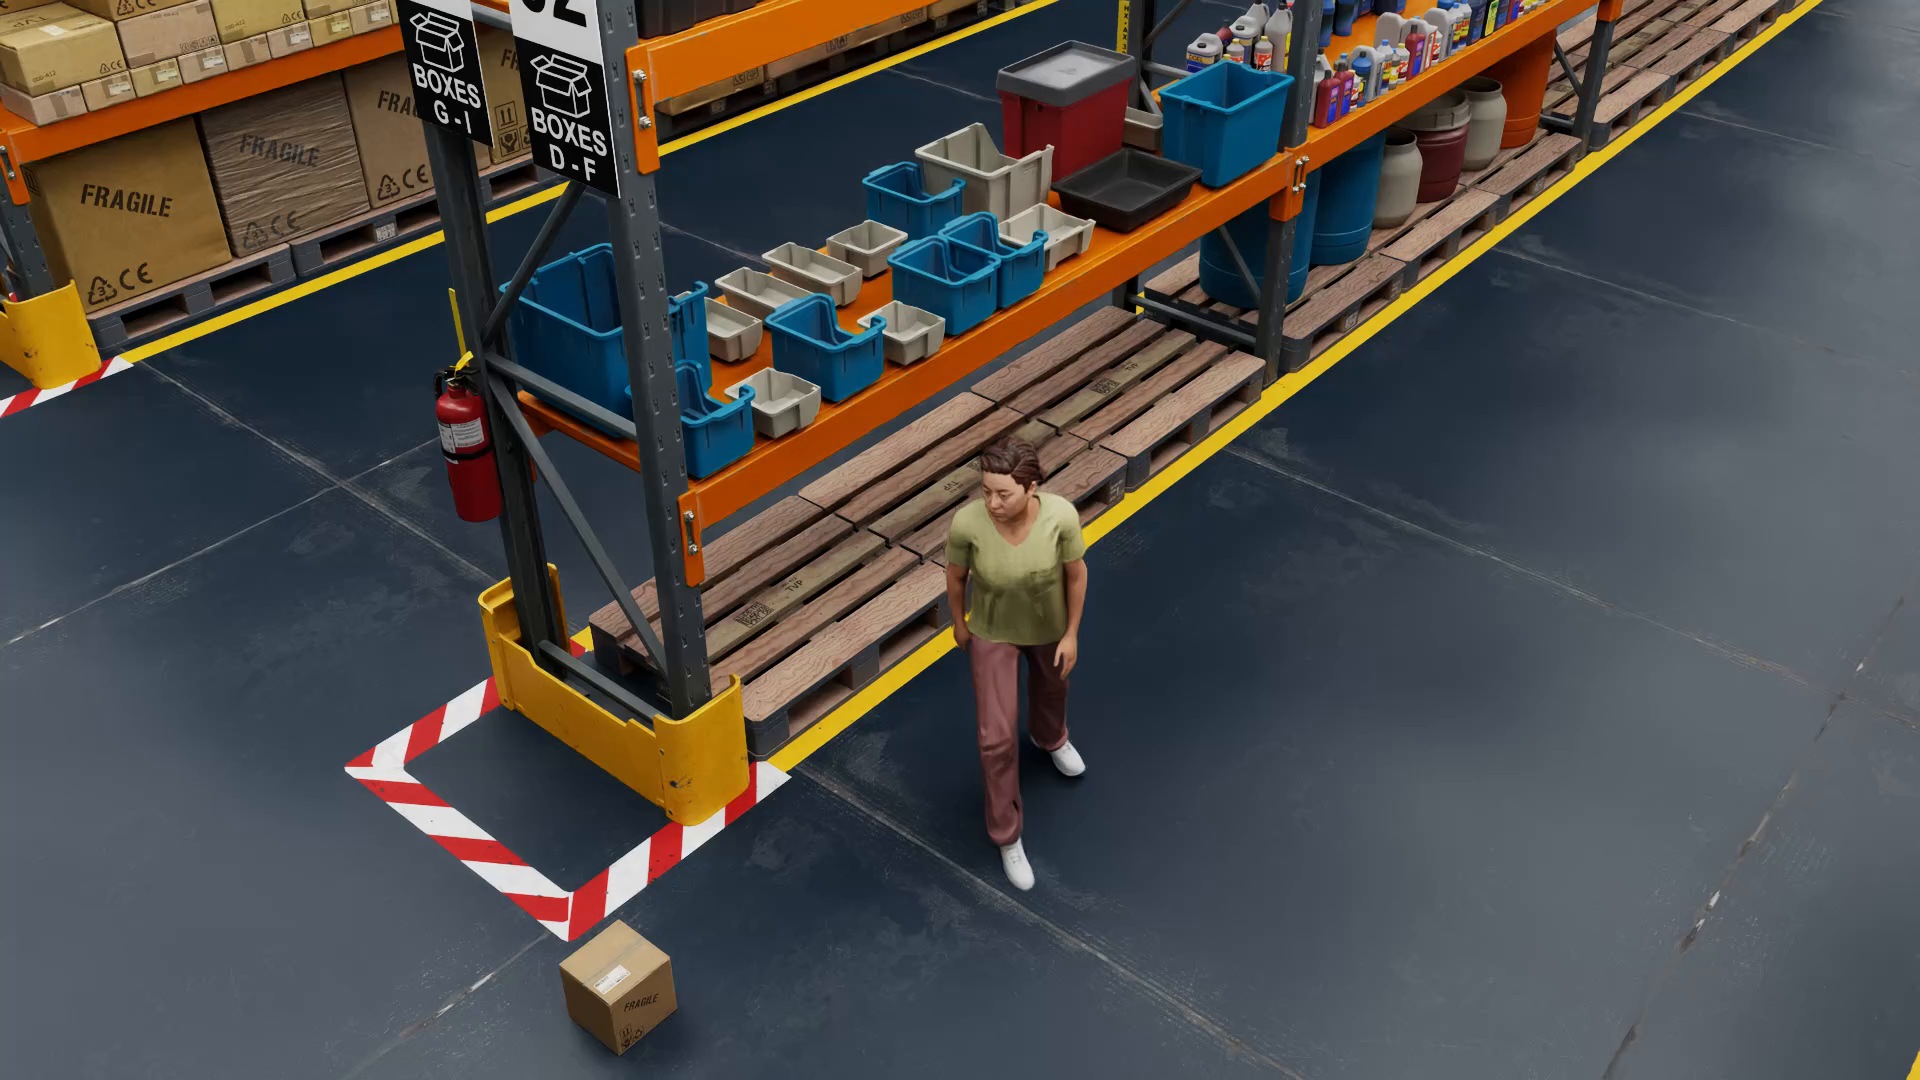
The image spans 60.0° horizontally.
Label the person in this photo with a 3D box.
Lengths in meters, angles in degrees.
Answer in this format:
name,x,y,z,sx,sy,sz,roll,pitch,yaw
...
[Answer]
name,x,y,z,sx,sy,sz,roll,pitch,yaw
person,0.227,0.341,5.703,0.540,1.660,0.790,-5,35,-7
